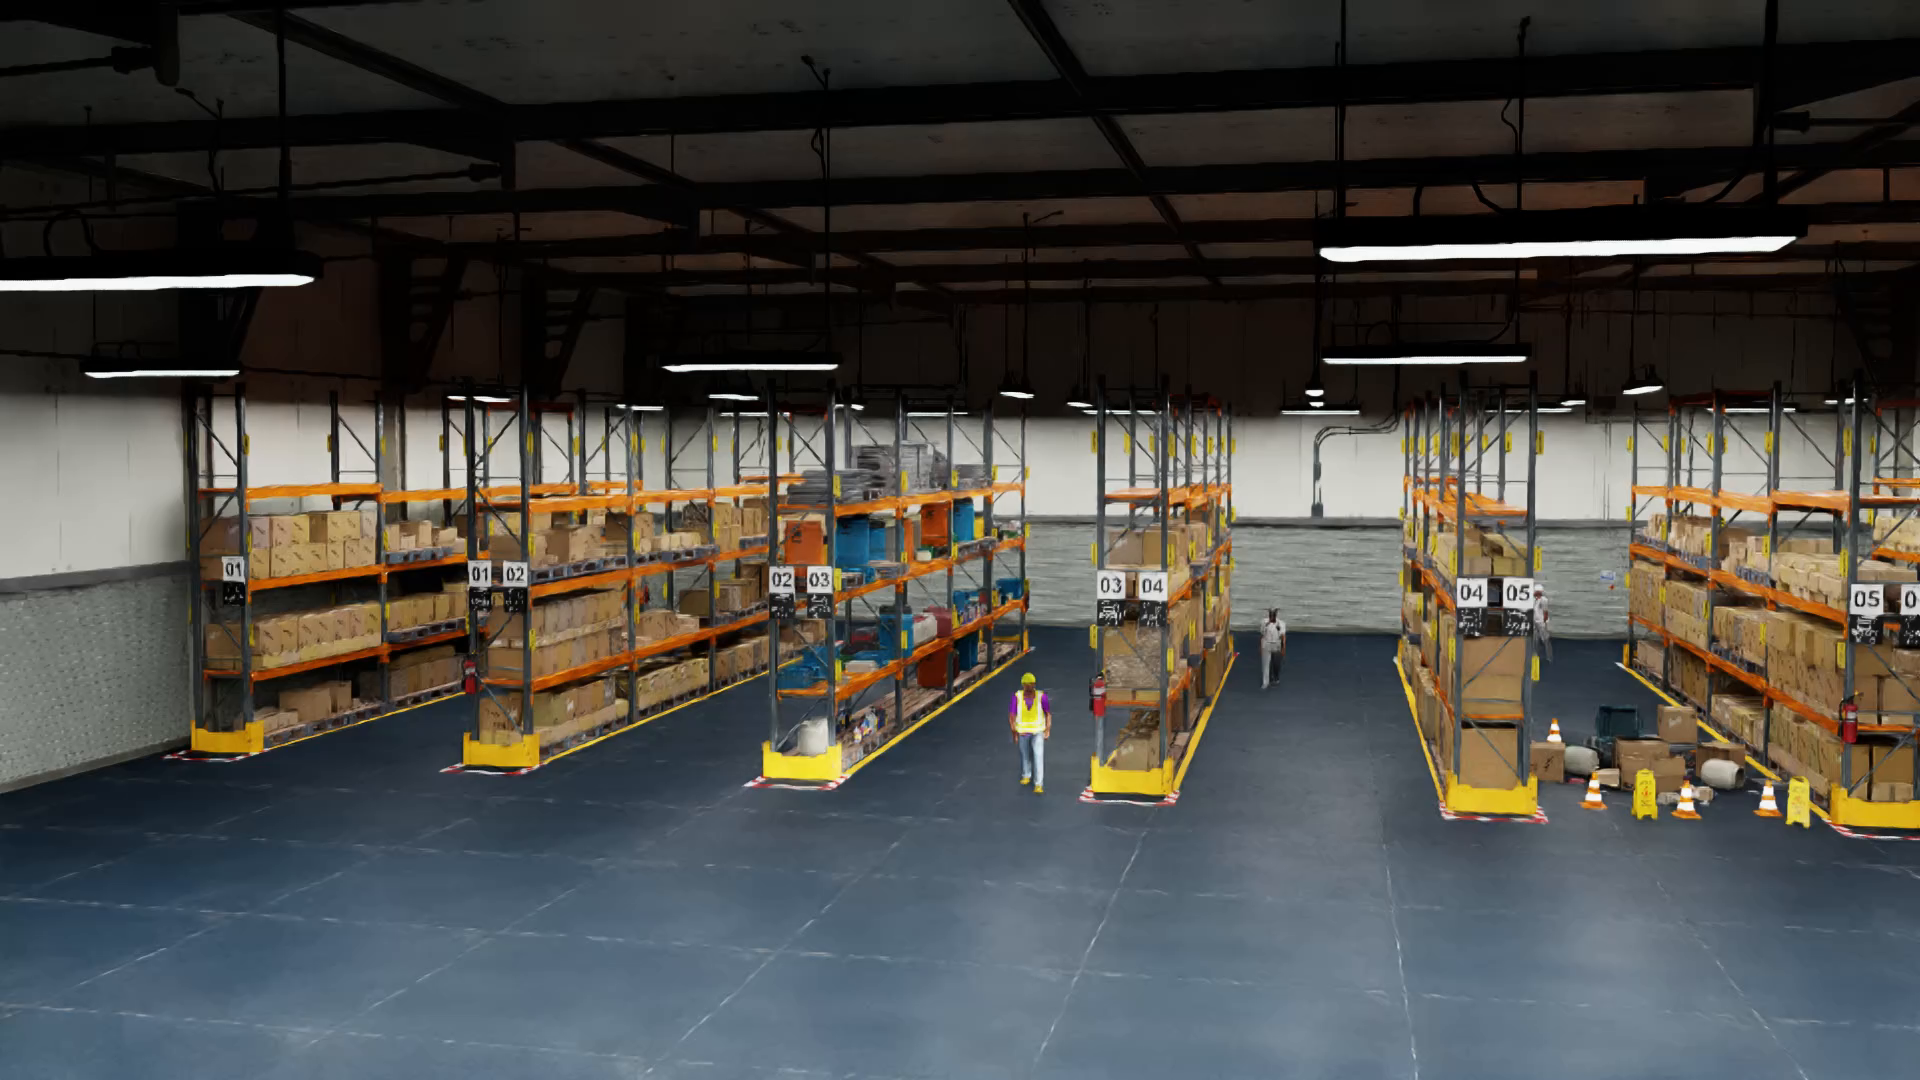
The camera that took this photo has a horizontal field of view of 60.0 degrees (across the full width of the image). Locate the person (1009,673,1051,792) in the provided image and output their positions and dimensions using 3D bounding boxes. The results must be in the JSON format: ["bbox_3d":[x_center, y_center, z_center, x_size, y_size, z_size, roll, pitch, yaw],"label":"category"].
[{"bbox_3d":[1.006,2.755,24.082,0.595,1.688,1.030,0,3,7],"label":"person"}]

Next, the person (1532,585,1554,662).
[{"bbox_3d":[13.398,1.922,38.420,0.566,1.789,0.683,-1,3,-10],"label":"person"}]

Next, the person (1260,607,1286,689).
[{"bbox_3d":[6.434,2.192,34.185,0.540,1.676,1.130,1,3,10],"label":"person"}]
